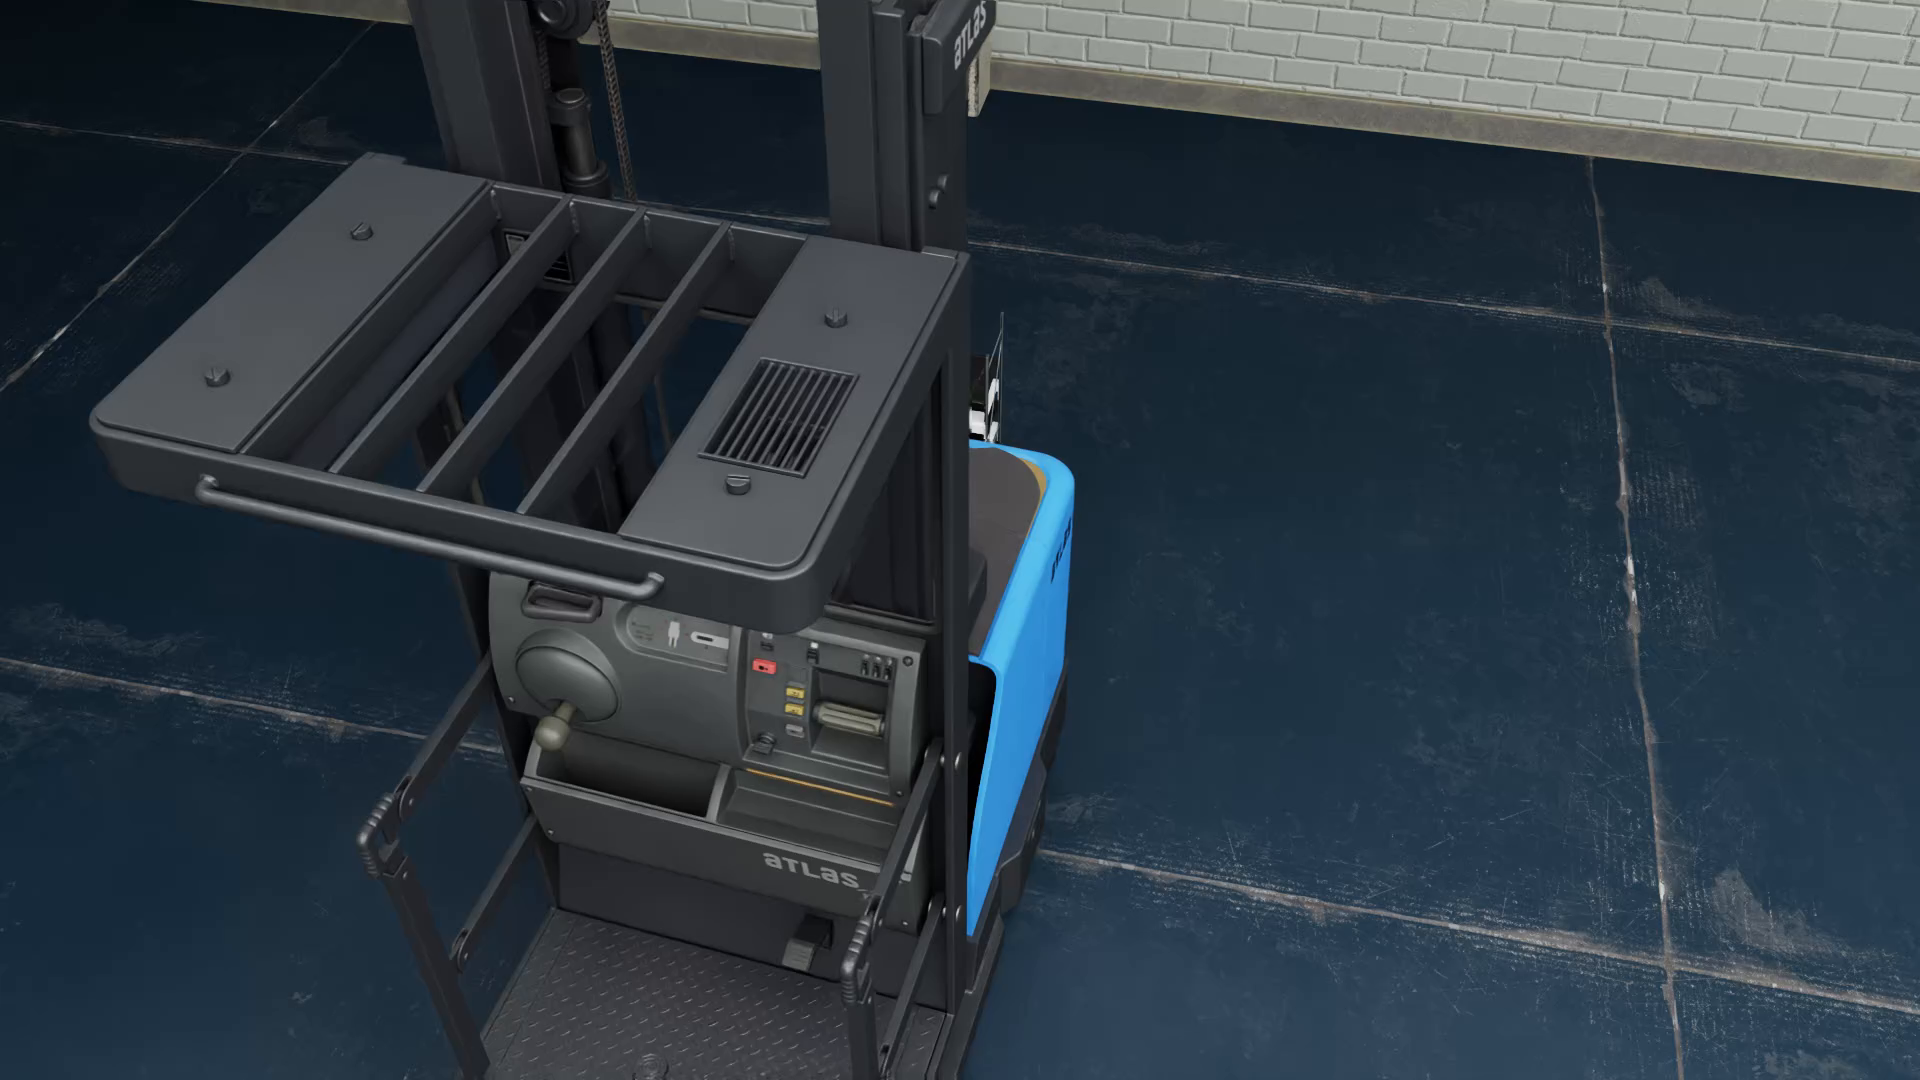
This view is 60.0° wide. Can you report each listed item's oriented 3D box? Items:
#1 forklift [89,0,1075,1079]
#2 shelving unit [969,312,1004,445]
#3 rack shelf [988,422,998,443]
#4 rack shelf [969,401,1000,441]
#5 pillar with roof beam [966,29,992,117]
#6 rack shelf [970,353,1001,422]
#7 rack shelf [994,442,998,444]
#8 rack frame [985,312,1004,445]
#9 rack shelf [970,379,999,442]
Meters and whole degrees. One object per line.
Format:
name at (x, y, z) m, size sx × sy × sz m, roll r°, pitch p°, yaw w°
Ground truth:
forklift at (-0.589, 0.382, 3.240) m, size 1.130 × 2.935 × 3.031 m, roll 12°, pitch 45°, yaw 12°
shelving unit at (0.008, -0.323, 5.437) m, size 0.210 × 0.900 × 0.258 m, roll 9°, pitch 45°, yaw 9°
rack shelf at (0.008, -0.299, 5.460) m, size 0.200 × 0.077 × 0.258 m, roll 9°, pitch 45°, yaw 9°
rack shelf at (0.008, -0.364, 5.397) m, size 0.200 × 0.077 × 0.258 m, roll 9°, pitch 45°, yaw 9°
pillar with roof beam at (-1.017, -2.451, 1.807) m, size 0.400 × 9.000 × 9.100 m, roll 9°, pitch 45°, yaw 9°
rack shelf at (0.008, -0.493, 5.273) m, size 0.200 × 0.077 × 0.258 m, roll 9°, pitch 45°, yaw 9°
rack shelf at (0.008, -0.234, 5.522) m, size 0.200 × 0.077 × 0.258 m, roll 9°, pitch 45°, yaw 9°
rack frame at (0.107, -0.308, 5.421) m, size 0.006 × 0.900 × 0.240 m, roll 9°, pitch 45°, yaw 9°
rack shelf at (0.008, -0.429, 5.335) m, size 0.200 × 0.077 × 0.258 m, roll 9°, pitch 45°, yaw 9°
